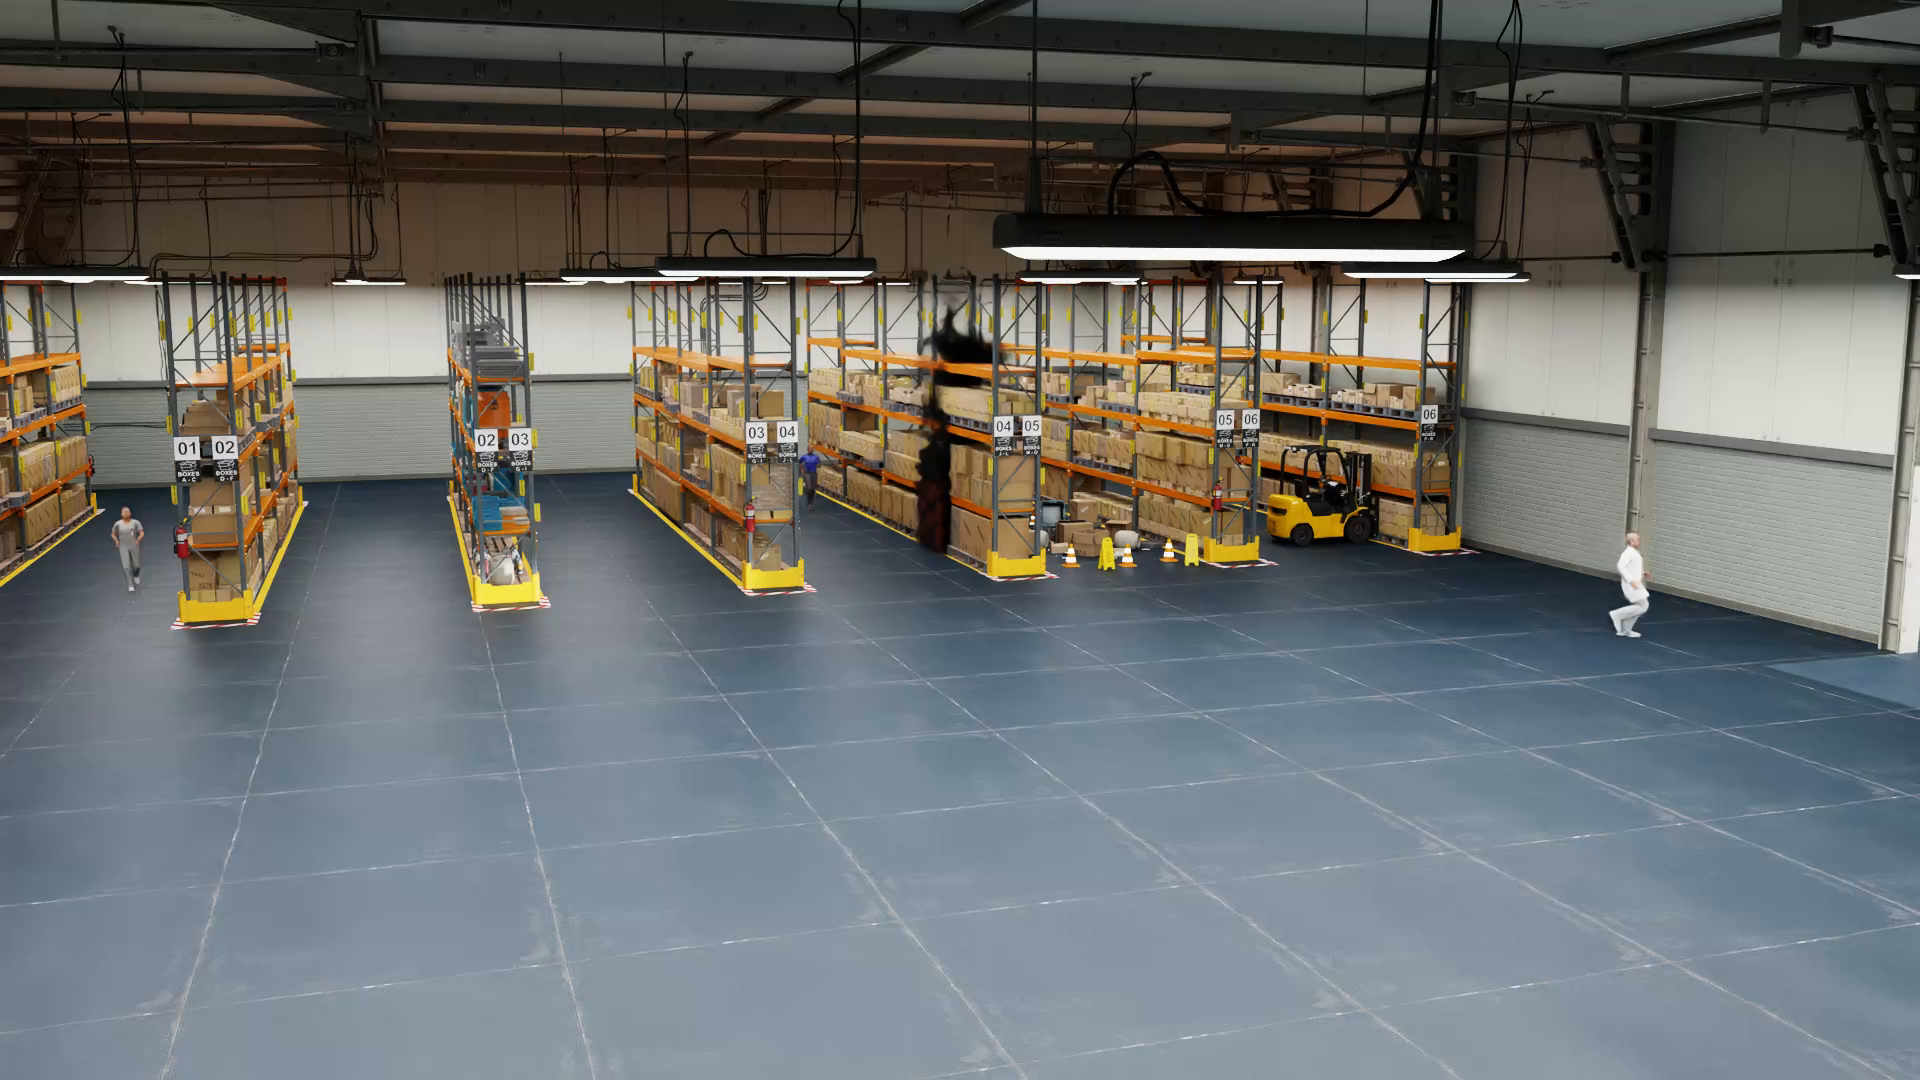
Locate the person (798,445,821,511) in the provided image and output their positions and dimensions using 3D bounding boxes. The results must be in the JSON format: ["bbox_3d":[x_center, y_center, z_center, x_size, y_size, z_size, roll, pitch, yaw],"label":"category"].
[{"bbox_3d":[-3.897,-1.583,43.394,0.559,1.615,0.704,-3,9,-19],"label":"person"}]

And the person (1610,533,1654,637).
[{"bbox_3d":[11.097,0.746,27.442,0.632,1.733,0.710,4,9,25],"label":"person"}]

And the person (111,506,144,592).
[{"bbox_3d":[-15.839,0.156,31.667,0.561,1.618,0.593,-4,10,-25],"label":"person"}]

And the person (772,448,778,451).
[{"bbox_3d":[-5.487,-2.328,48.196,0.660,1.585,0.550,3,9,22],"label":"person"}]
